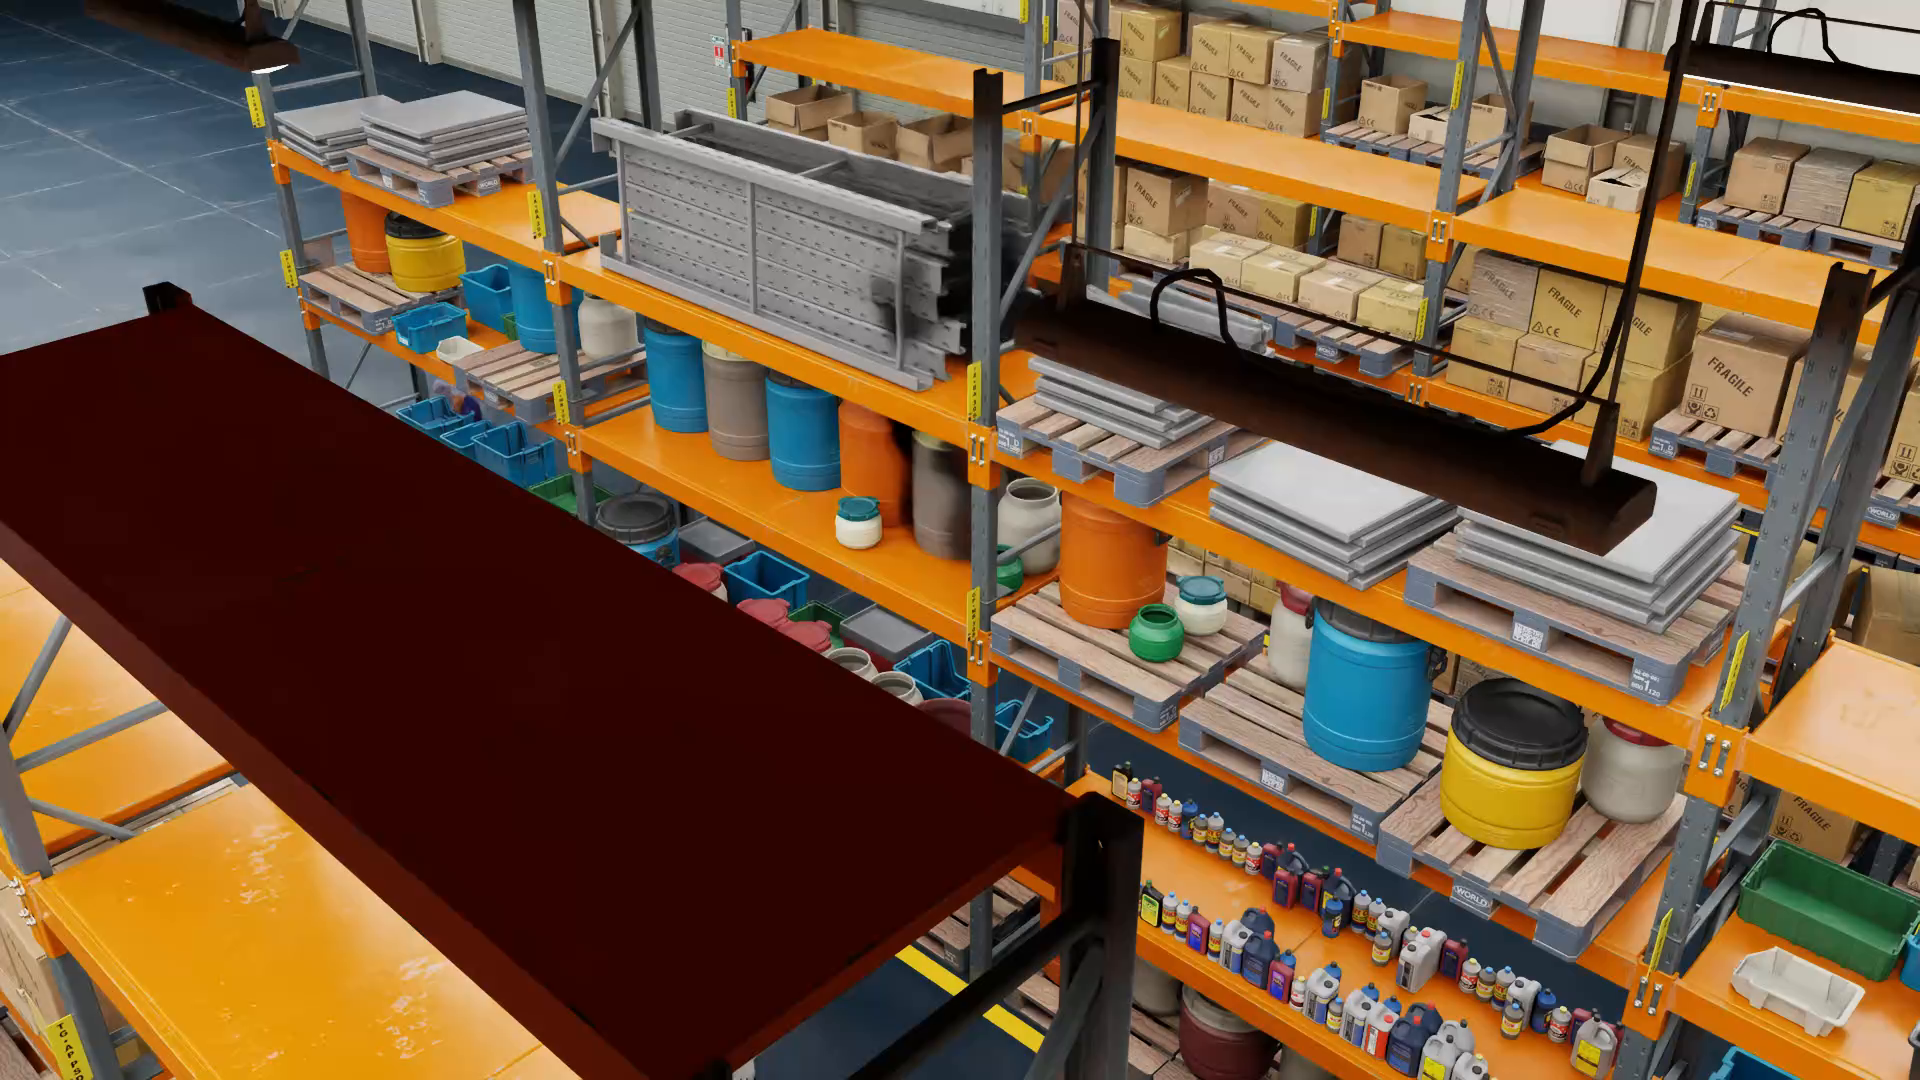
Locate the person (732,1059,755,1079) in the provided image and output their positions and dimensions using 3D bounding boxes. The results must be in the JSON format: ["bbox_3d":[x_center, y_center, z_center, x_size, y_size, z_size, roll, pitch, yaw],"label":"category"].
[{"bbox_3d":[-1.275,3.008,9.210,0.922,1.672,0.568,17,34,28],"label":"person"}]

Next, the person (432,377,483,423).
[{"bbox_3d":[-5.061,-1.232,16.789,0.827,1.670,0.697,6,30,11],"label":"person"}]
